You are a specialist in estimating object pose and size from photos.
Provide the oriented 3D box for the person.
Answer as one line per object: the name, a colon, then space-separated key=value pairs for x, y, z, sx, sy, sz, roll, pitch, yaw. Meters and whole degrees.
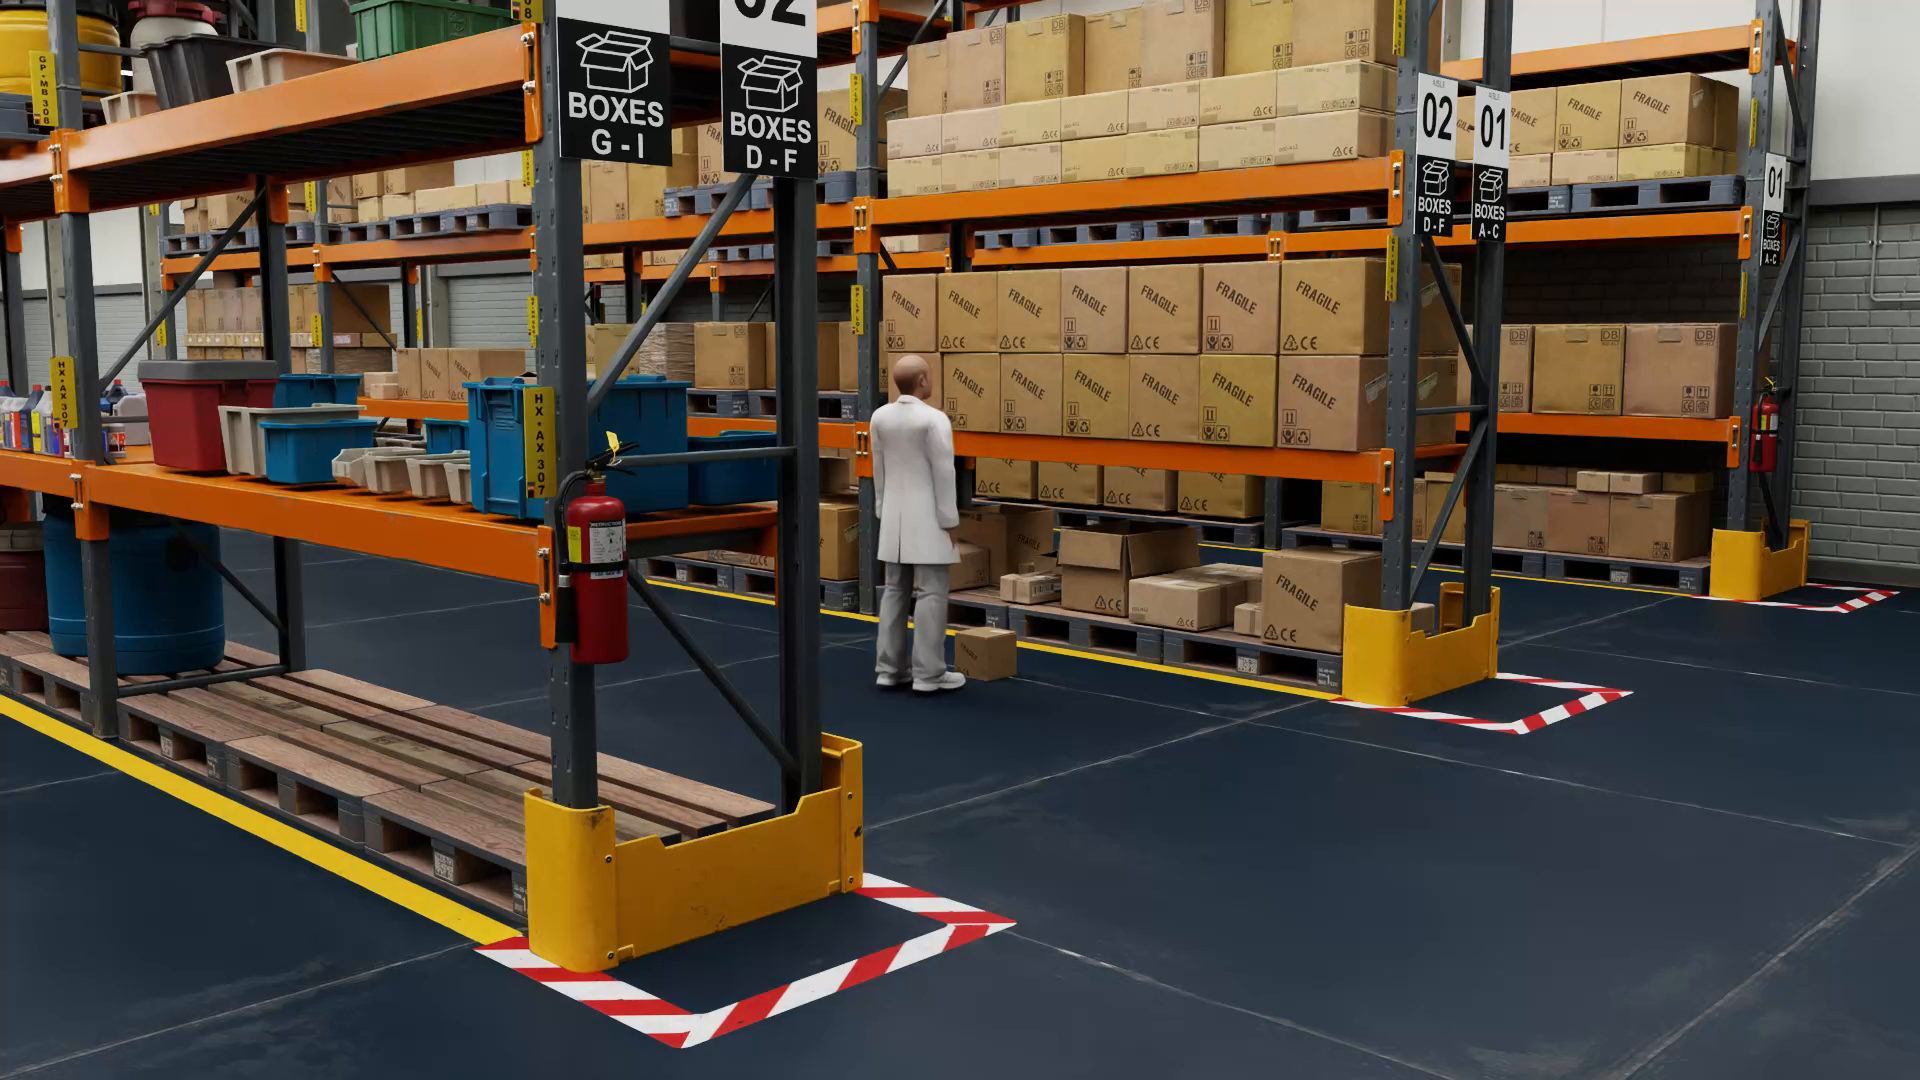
person: x=-0.229 y=-0.050 z=8.903 sx=0.585 sy=1.709 sz=0.377 roll=5 pitch=9 yaw=38
